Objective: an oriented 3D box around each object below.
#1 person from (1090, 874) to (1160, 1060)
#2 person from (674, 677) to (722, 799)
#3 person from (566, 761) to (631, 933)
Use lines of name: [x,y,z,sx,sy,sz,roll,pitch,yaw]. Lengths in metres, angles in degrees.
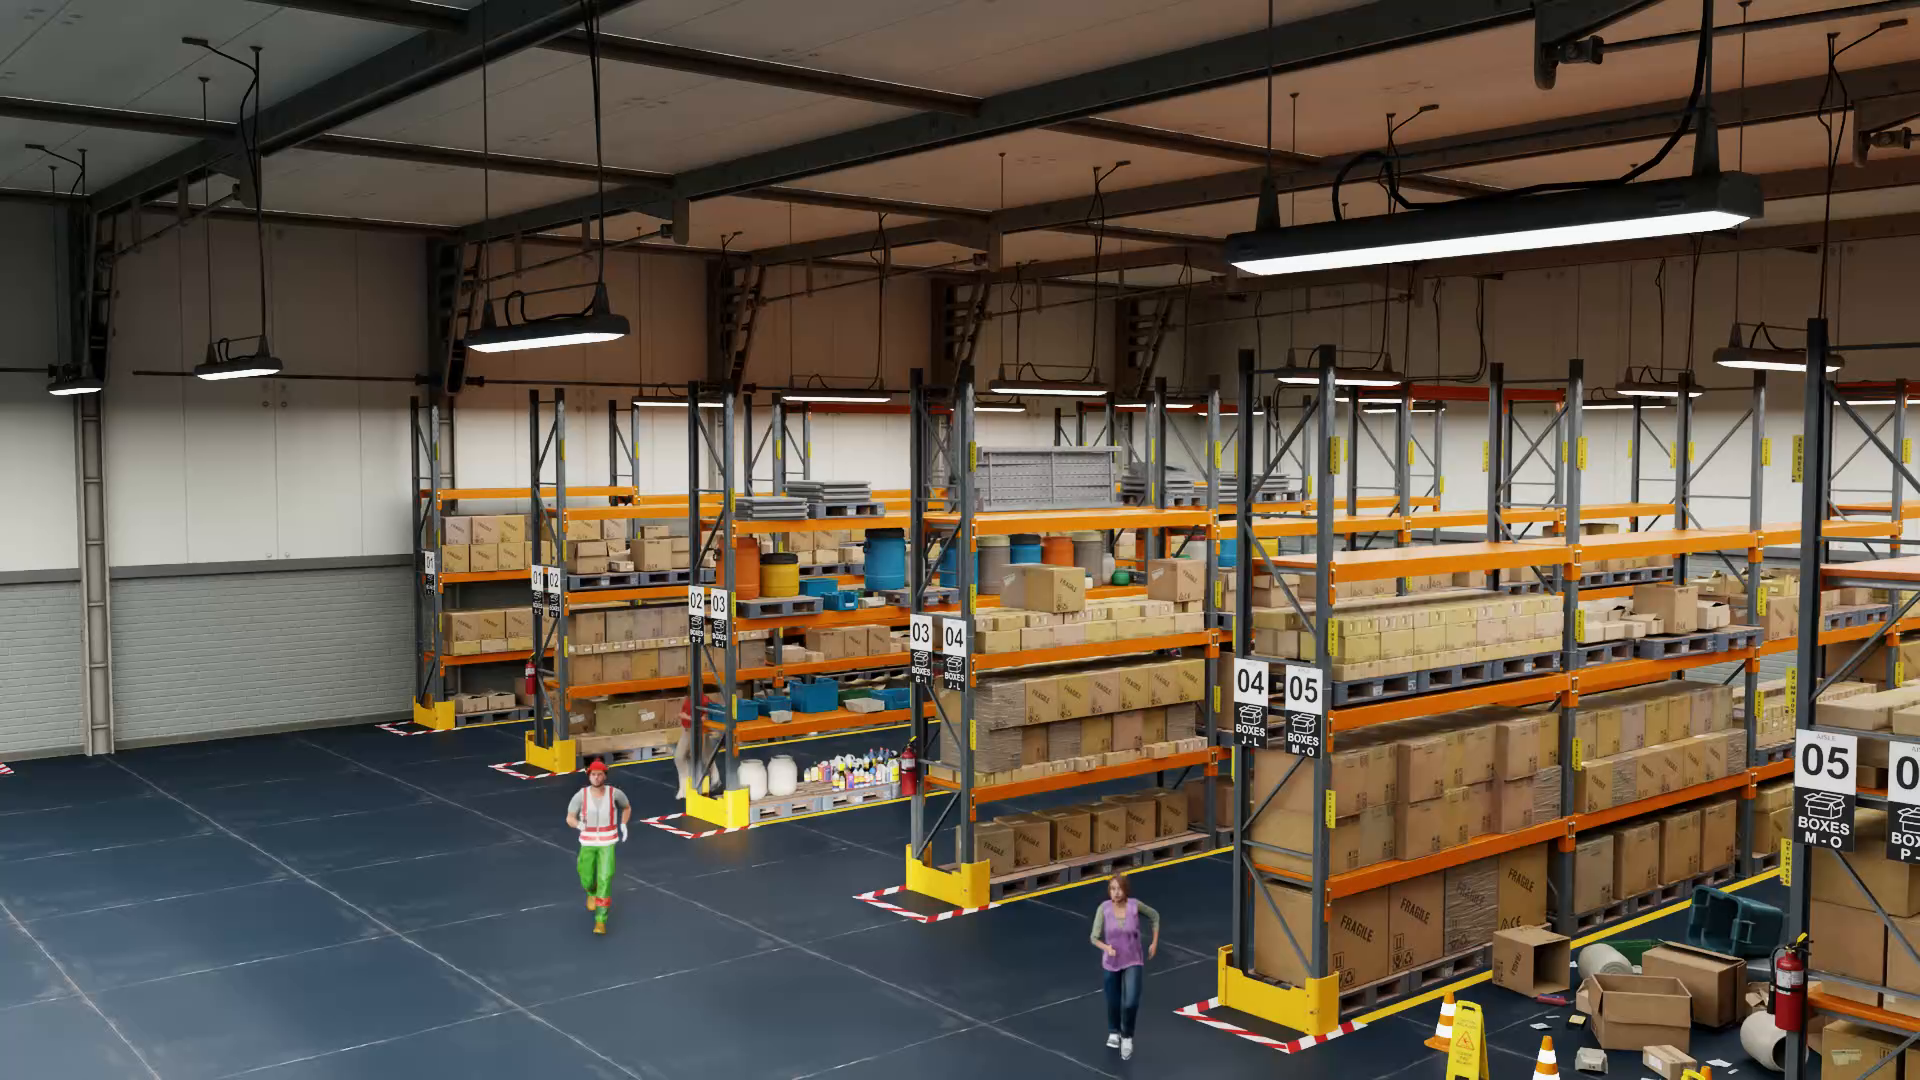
person: [1.367,3.551,13.824,0.555,1.533,0.786,1,3,11]
person: [-3.847,2.885,24.231,0.634,1.803,0.773,3,4,38]
person: [-3.848,3.232,17.715,0.669,1.764,0.918,0,3,-7]
